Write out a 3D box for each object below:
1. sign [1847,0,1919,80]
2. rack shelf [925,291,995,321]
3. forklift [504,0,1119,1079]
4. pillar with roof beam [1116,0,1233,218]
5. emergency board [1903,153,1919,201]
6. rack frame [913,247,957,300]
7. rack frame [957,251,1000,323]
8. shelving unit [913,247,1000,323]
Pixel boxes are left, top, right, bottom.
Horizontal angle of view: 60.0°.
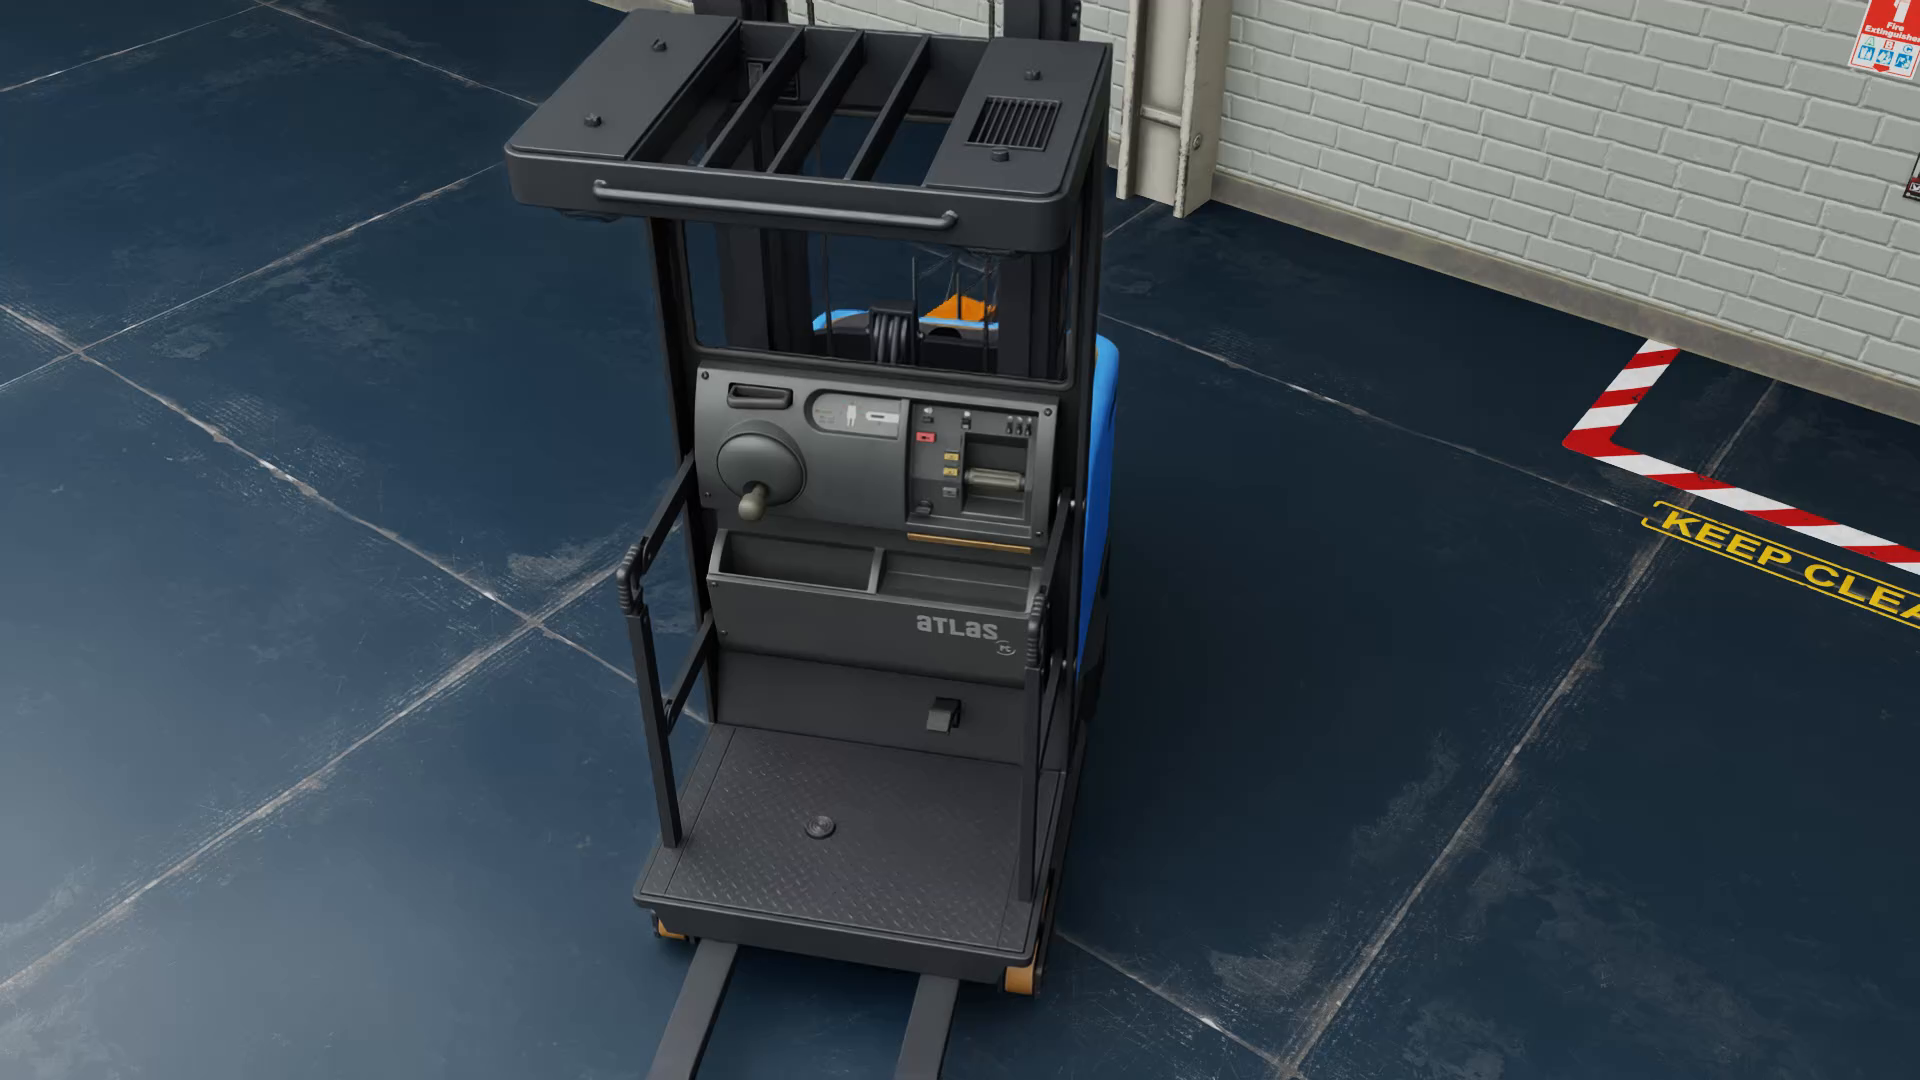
[{"bbox_3d":[3.494,-1.904,6.220,0.234,0.329,0.001,25,45,29],"label":"sign"},{"bbox_3d":[-0.009,-0.739,5.708,0.180,0.103,0.258,25,44,28],"label":"rack shelf"},{"bbox_3d":[-0.259,-0.141,4.052,1.130,2.935,3.031,7,39,9],"label":"forklift"},{"bbox_3d":[-1.571,-3.189,3.024,0.400,9.000,9.100,25,45,29],"label":"pillar with roof beam"},{"bbox_3d":[3.875,-1.645,5.917,0.626,1.169,0.157,25,45,29],"label":"emergency board"},{"bbox_3d":[-0.083,-0.524,5.945,0.006,1.200,0.240,25,44,28],"label":"rack frame"},{"bbox_3d":[0.064,-0.457,5.859,0.006,1.200,0.240,25,44,28],"label":"rack frame"},{"bbox_3d":[-0.010,-0.490,5.902,0.189,1.200,0.258,25,44,28],"label":"shelving unit"}]
